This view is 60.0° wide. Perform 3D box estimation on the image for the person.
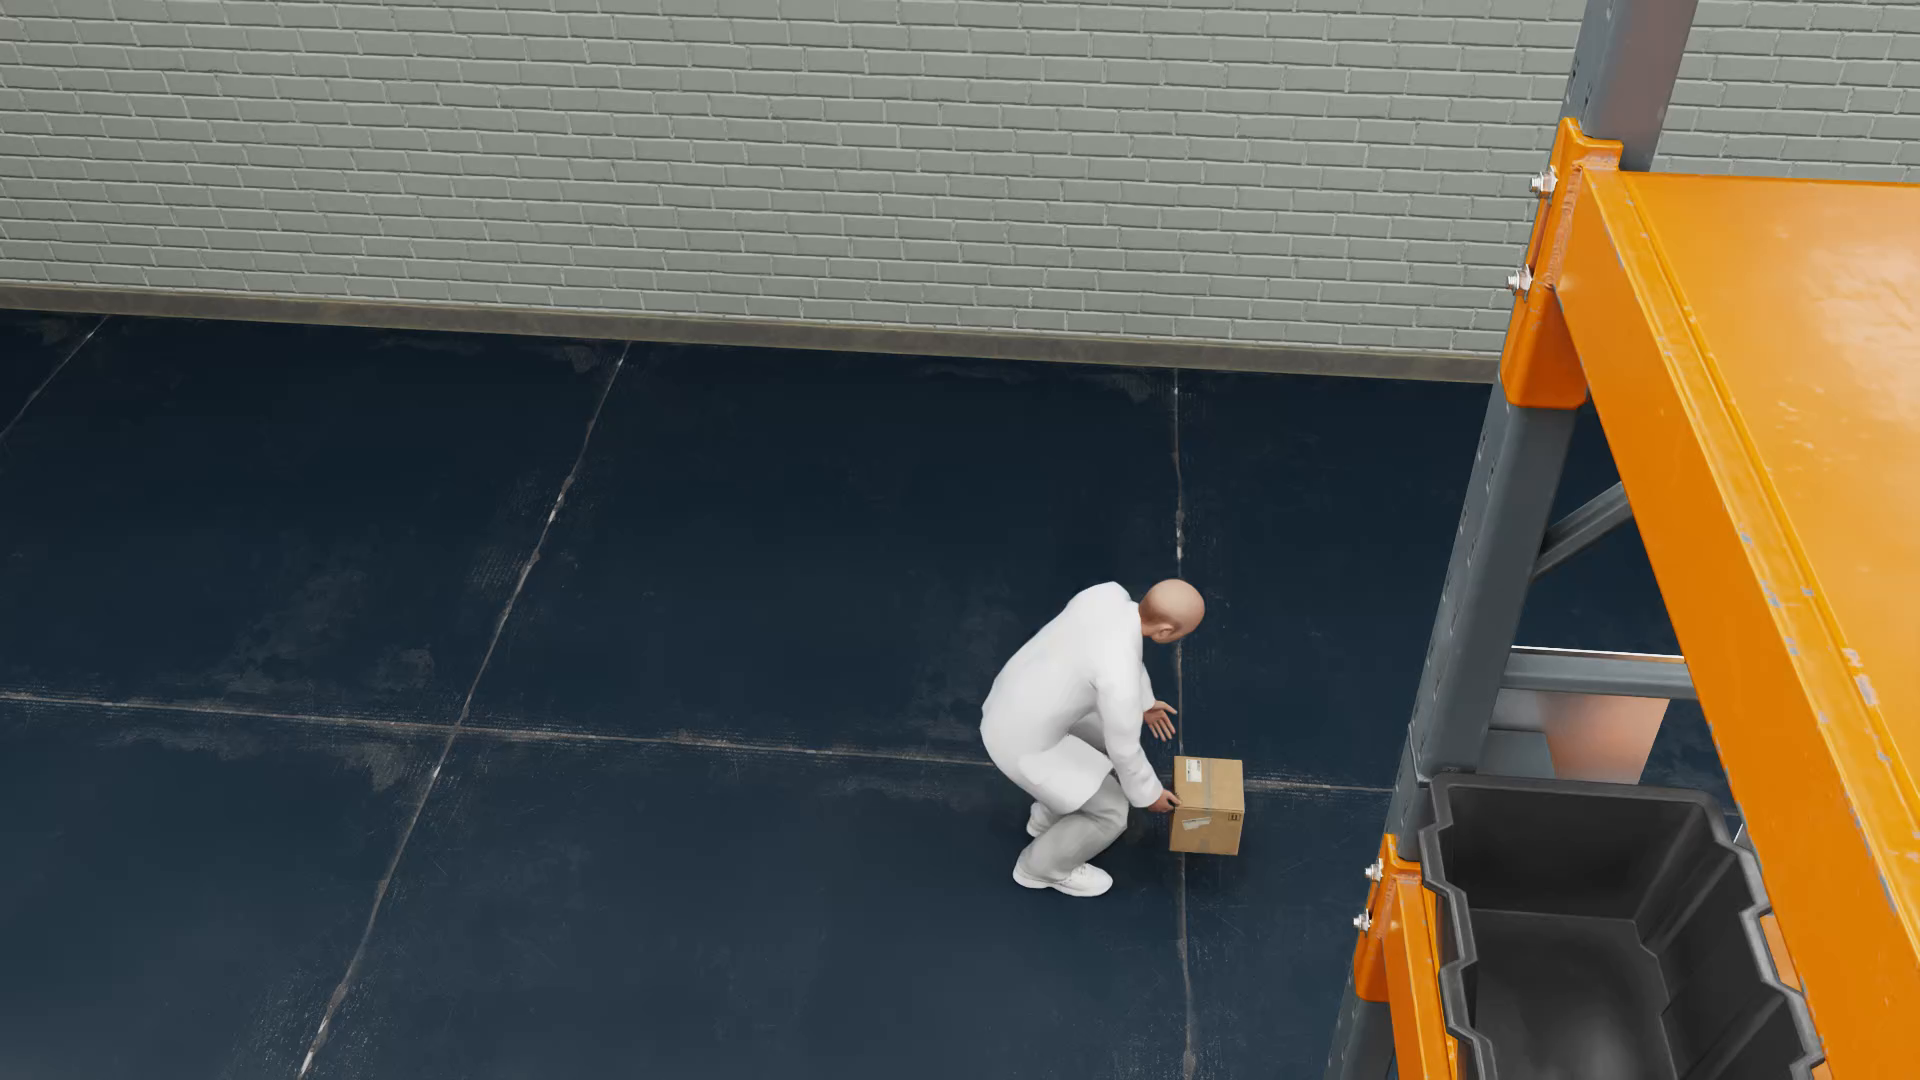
[{"bbox_3d":[0.450,0.672,5.984,0.749,1.352,0.633,3,40,4],"label":"person"}]
